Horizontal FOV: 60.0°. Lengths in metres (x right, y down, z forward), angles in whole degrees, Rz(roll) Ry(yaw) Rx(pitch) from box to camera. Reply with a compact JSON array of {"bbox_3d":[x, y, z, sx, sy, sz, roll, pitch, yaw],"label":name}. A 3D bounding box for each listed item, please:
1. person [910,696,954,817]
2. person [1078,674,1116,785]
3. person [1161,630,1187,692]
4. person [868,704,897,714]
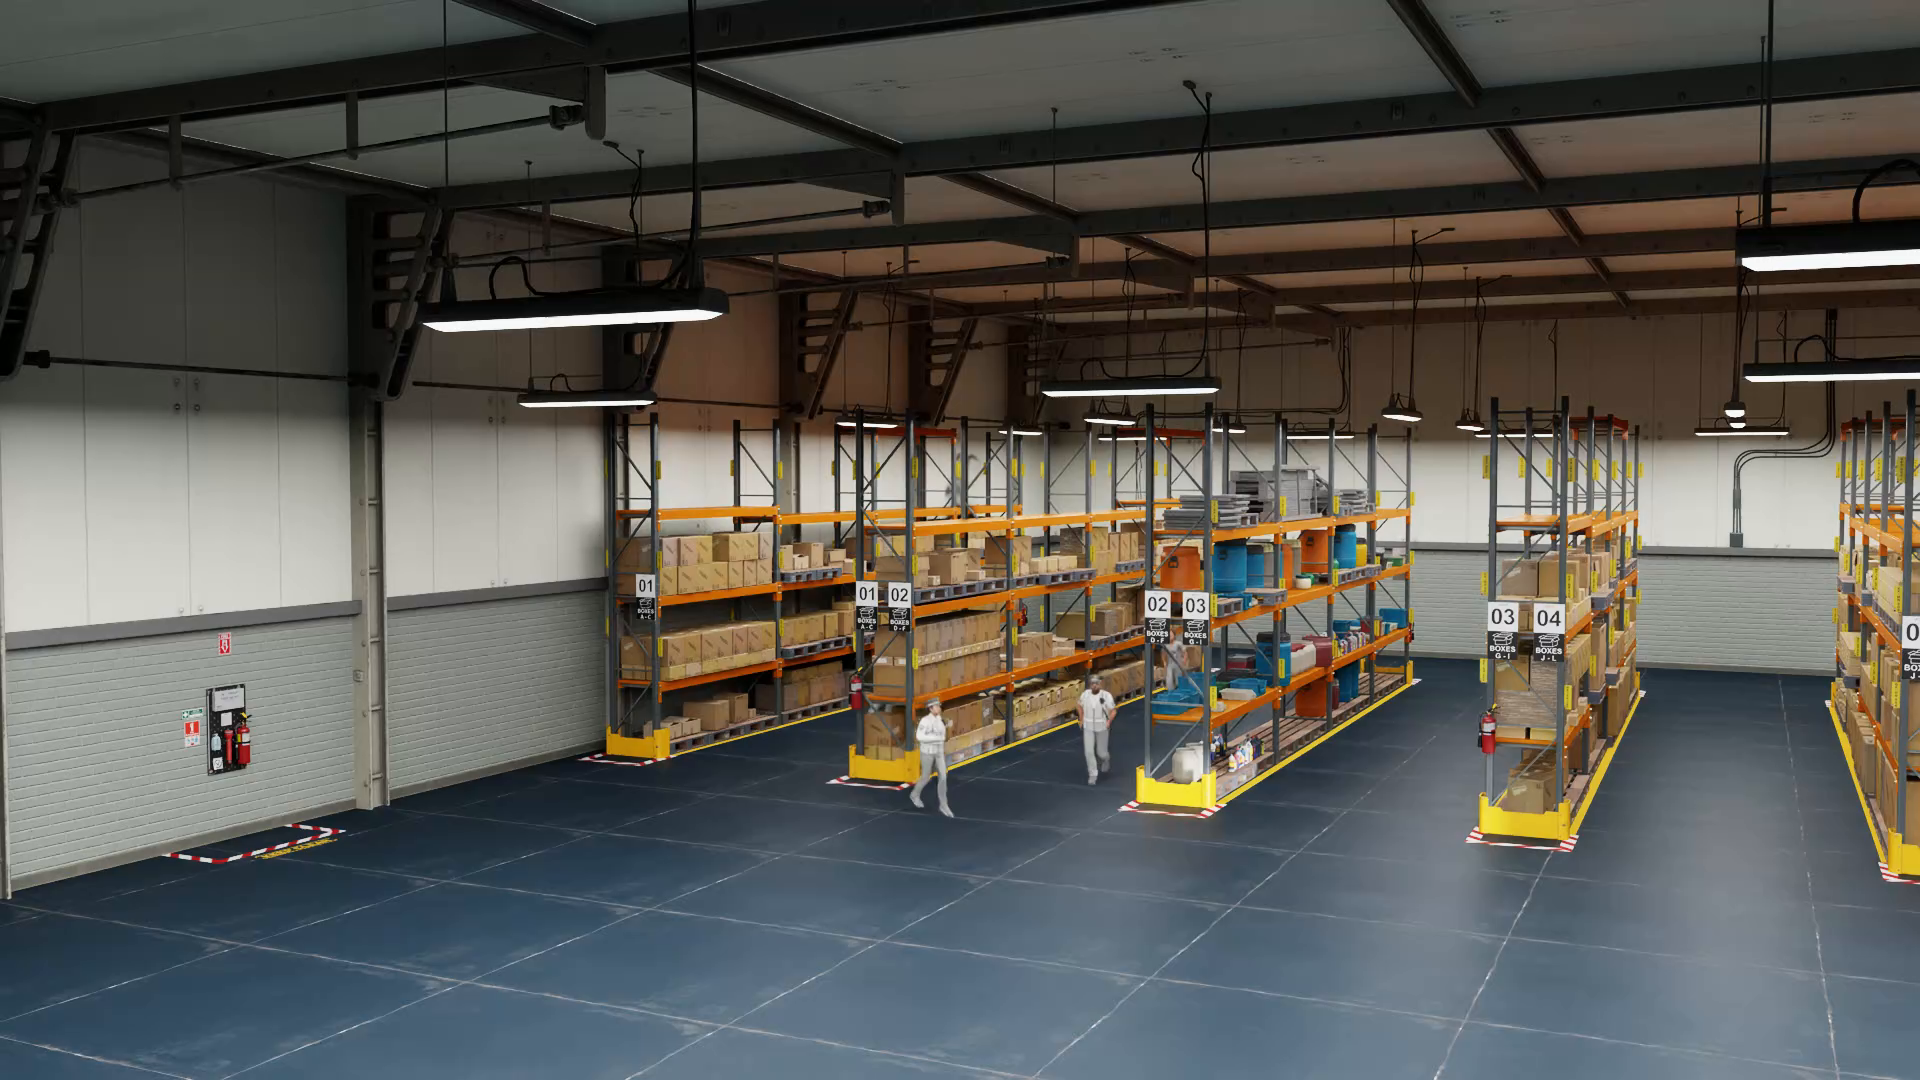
[{"bbox_3d":[-0.442,3.138,24.229,0.588,1.728,0.848,-2,3,-44],"label":"person"},{"bbox_3d":[2.201,3.018,26.767,0.644,1.764,0.815,1,2,15],"label":"person"},{"bbox_3d":[4.556,2.724,35.397,0.576,1.648,0.752,1,3,21],"label":"person"},{"bbox_3d":[-1.401,2.957,30.770,0.659,1.557,0.763,1,3,27],"label":"person"}]
